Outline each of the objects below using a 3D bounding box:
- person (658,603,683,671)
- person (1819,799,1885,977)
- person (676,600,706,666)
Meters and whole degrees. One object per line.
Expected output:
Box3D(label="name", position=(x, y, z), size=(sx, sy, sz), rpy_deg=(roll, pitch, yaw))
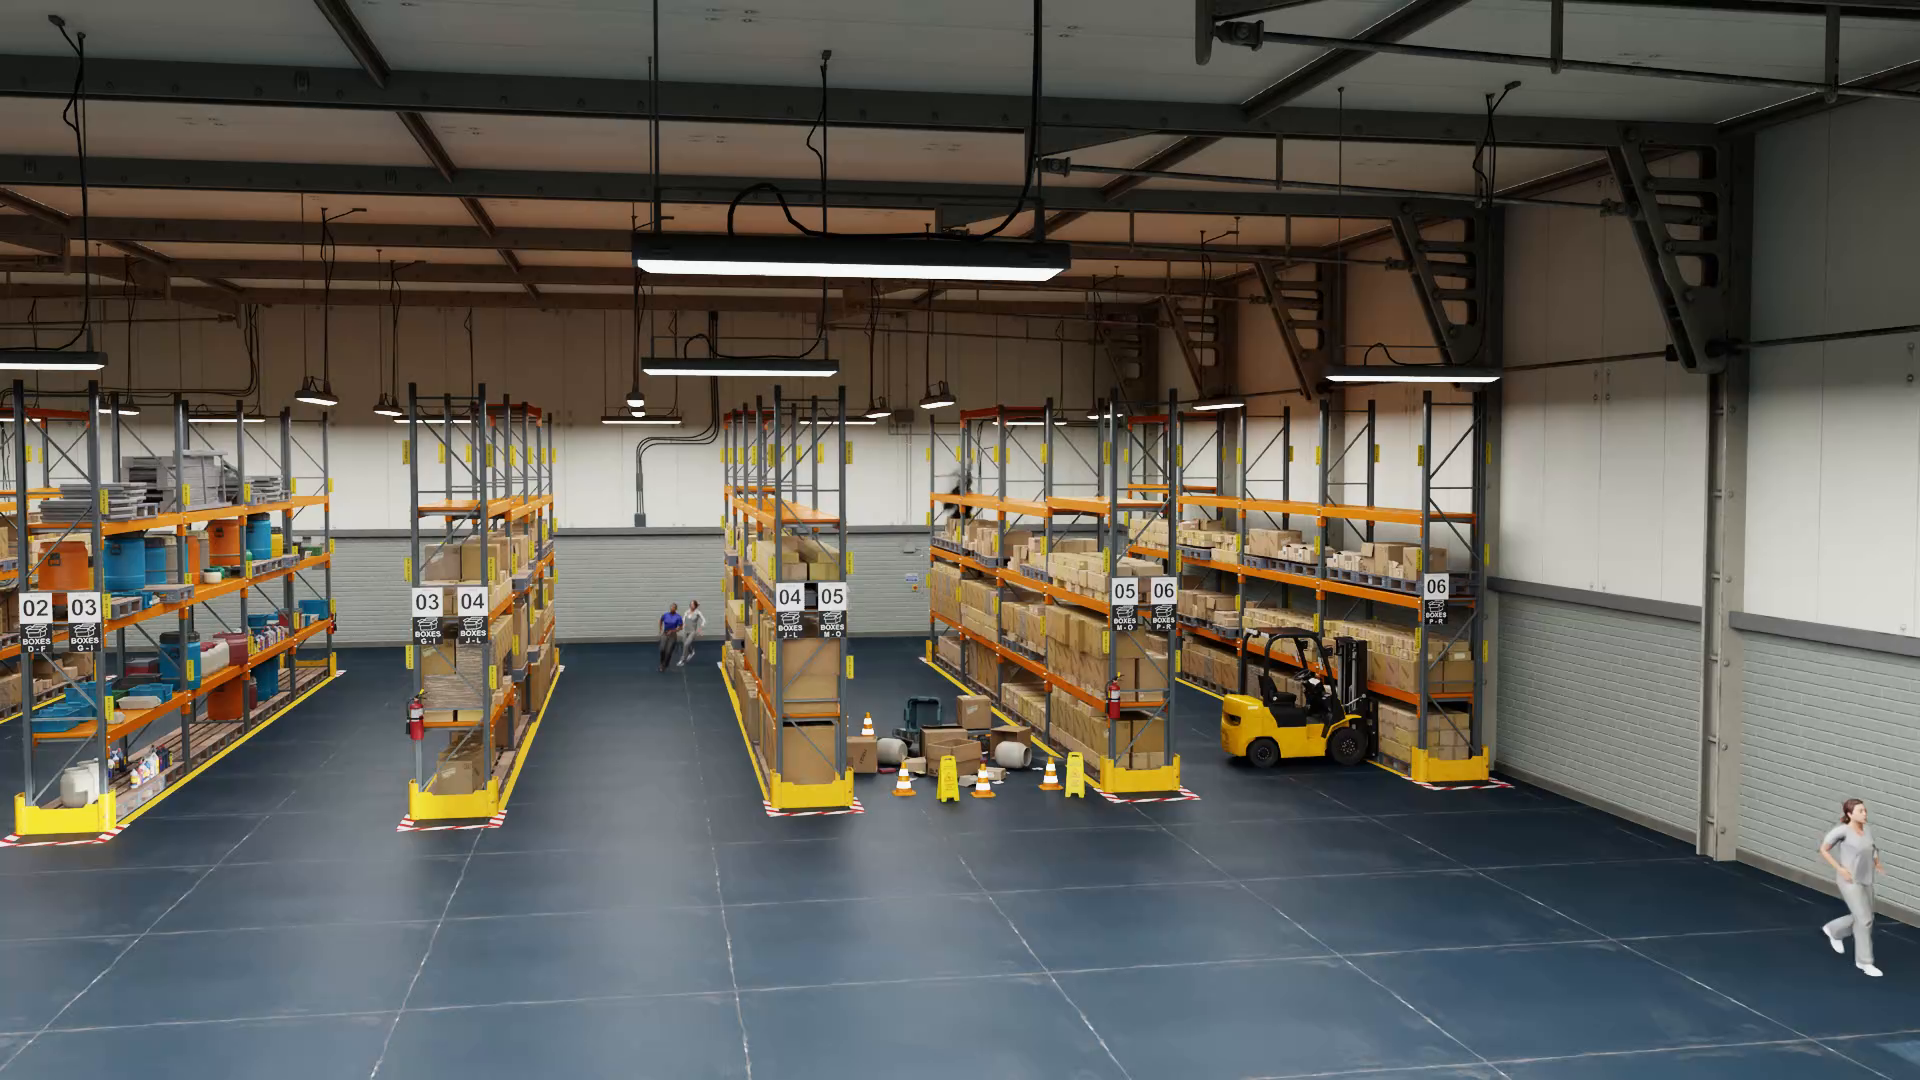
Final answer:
Box3D(label="person", position=(-6.704, 2.250, 38.456), size=(0.596, 1.596, 0.575), rpy_deg=(0, 3, -2))
Box3D(label="person", position=(8.708, 3.351, 16.252), size=(0.574, 1.655, 0.769), rpy_deg=(-1, 3, -17))
Box3D(label="person", position=(-6.399, 2.210, 39.654), size=(0.602, 1.553, 0.830), rpy_deg=(1, 3, 21))
